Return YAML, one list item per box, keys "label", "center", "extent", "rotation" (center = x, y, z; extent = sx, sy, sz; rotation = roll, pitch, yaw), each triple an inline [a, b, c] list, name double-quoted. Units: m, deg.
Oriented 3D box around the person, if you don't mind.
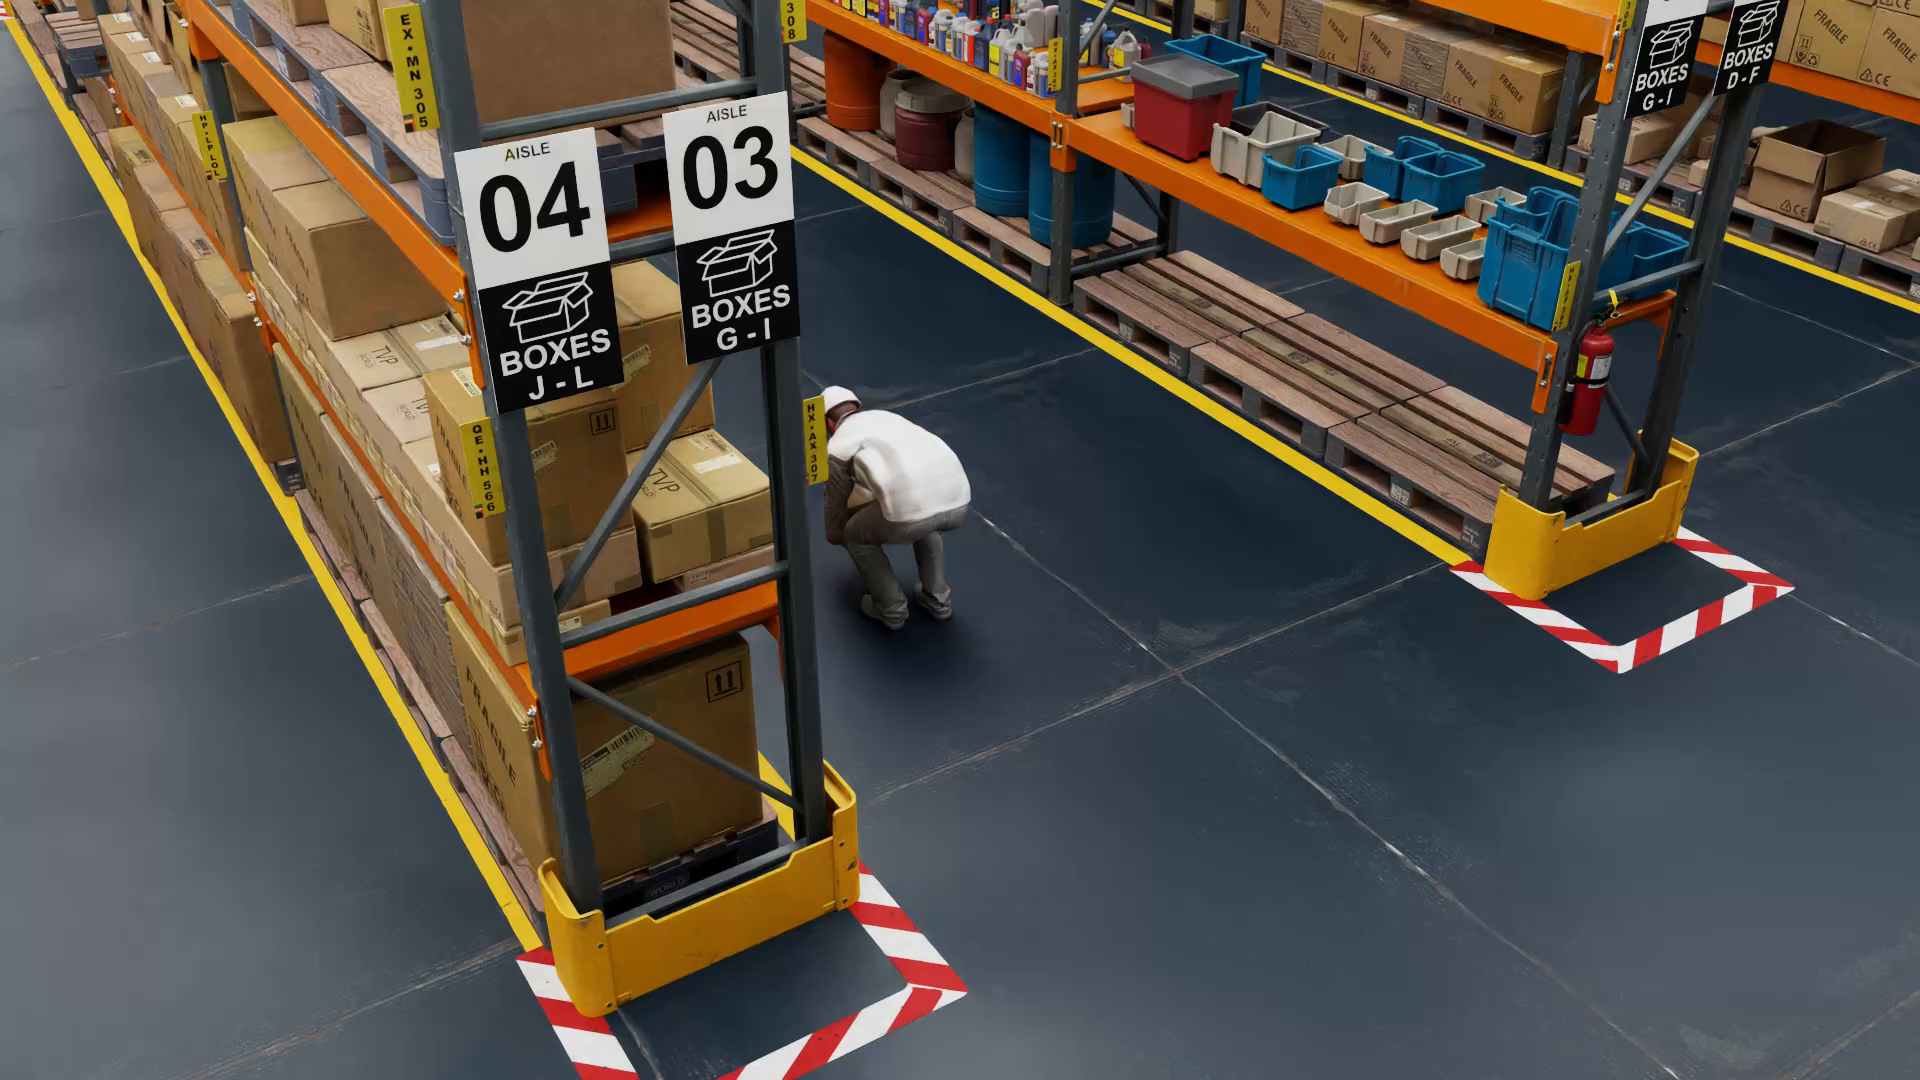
- label: "person"
  center: [-0.356, -0.143, 8.047]
  extent: [0.502, 1.014, 0.995]
  rotation: [-21, 38, -29]
